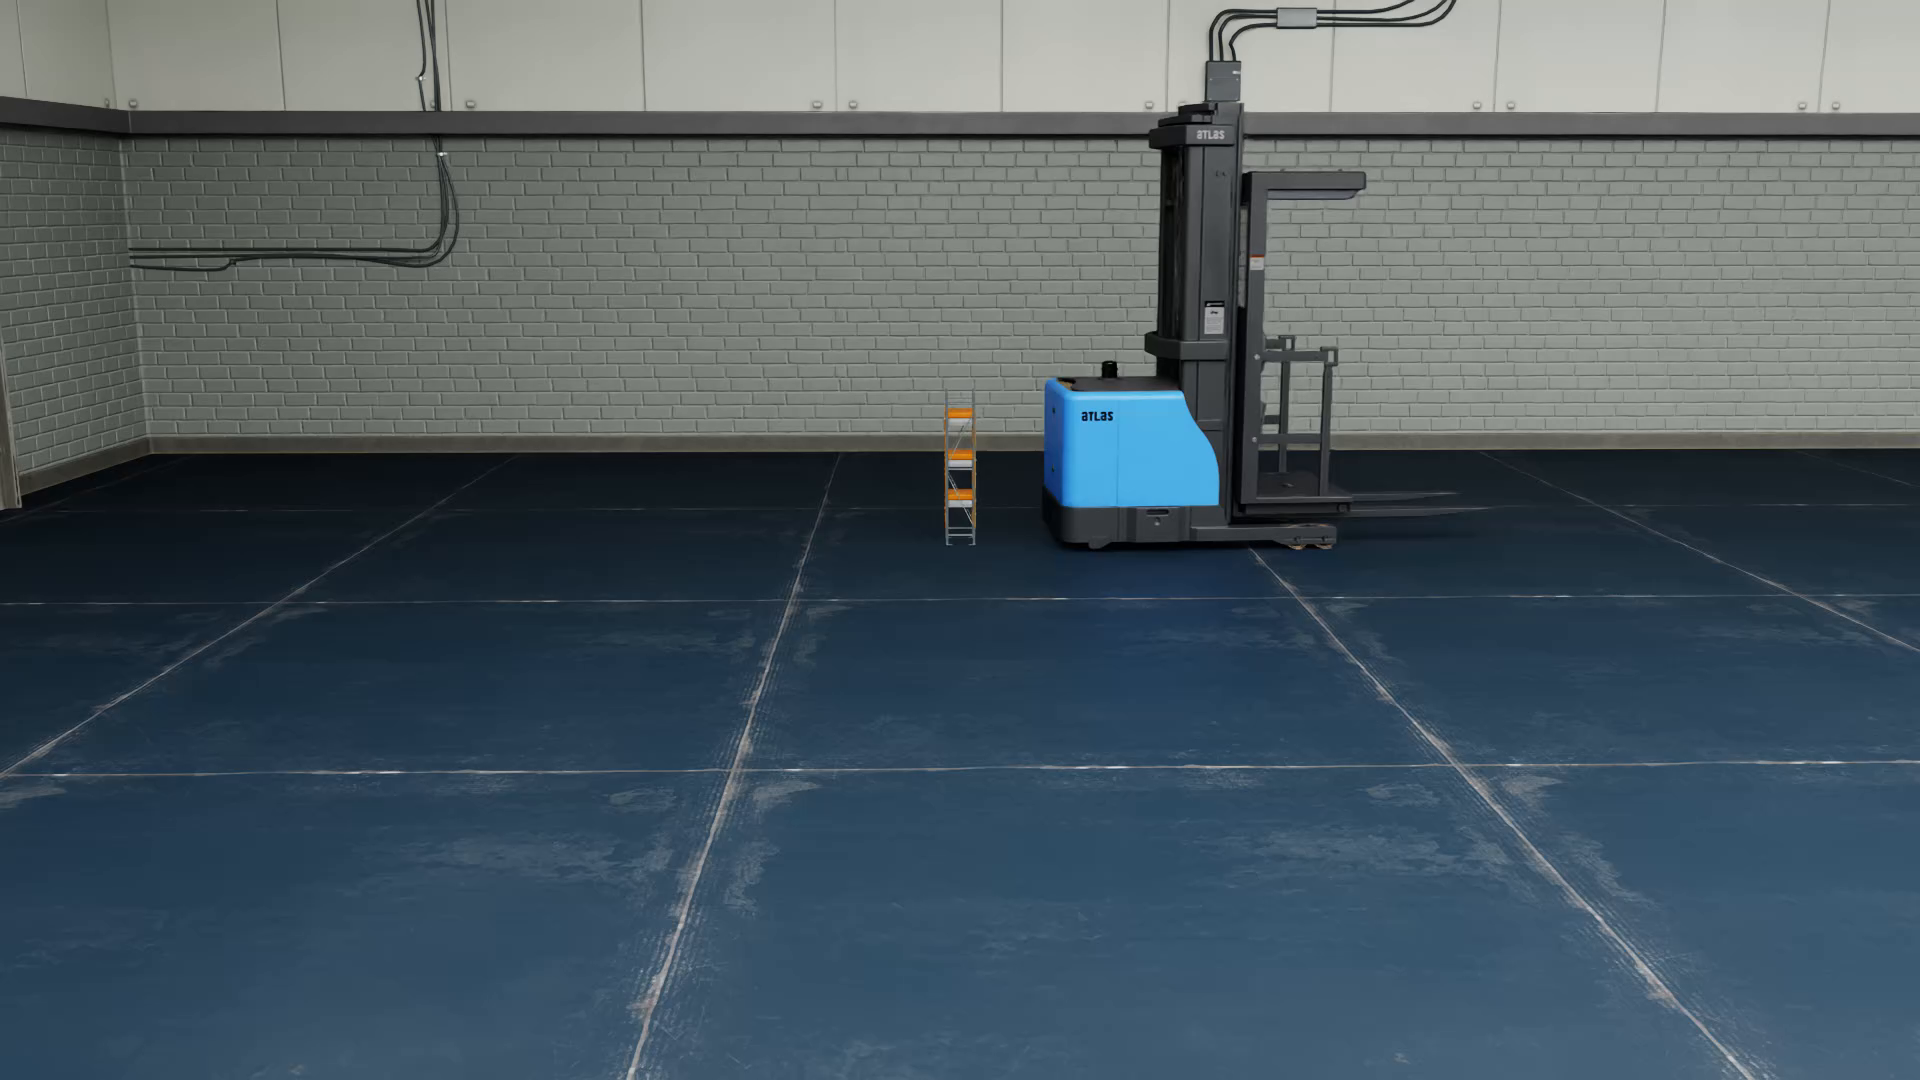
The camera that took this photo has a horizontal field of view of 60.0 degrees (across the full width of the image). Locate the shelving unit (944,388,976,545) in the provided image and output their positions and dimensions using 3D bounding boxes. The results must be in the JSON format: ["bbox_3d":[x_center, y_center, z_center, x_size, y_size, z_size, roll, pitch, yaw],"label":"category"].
[{"bbox_3d":[0.001,-0.504,11.402,0.215,1.050,0.252,0,11,-1],"label":"shelving unit"}]

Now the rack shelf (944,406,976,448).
[{"bbox_3d":[0.001,-0.772,11.348,0.215,0.259,0.240,0,11,-1],"label":"rack shelf"}]

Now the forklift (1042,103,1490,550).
[{"bbox_3d":[2.138,-1.475,11.459,3.031,2.935,1.130,-1,12,-5],"label":"forklift"}]

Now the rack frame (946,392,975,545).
[{"bbox_3d":[0.004,-0.480,11.283,0.200,1.050,0.008,0,11,-1],"label":"rack frame"}]

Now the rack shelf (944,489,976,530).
[{"bbox_3d":[0.001,-0.221,11.460,0.215,0.259,0.240,0,11,-1],"label":"rack shelf"}]

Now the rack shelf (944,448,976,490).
[{"bbox_3d":[0.001,-0.494,11.404,0.215,0.259,0.240,0,11,-1],"label":"rack shelf"}]

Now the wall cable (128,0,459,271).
[{"bbox_3d":[-6.114,-3.695,14.948,3.097,2.526,0.112,0,11,-1],"label":"wall cable"}]

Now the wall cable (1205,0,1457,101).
[{"bbox_3d":[3.378,-6.919,14.478,2.305,6.003,0.169,0,11,-1],"label":"wall cable"}]

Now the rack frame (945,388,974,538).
[{"bbox_3d":[-0.001,-0.528,11.522,0.200,1.050,0.008,0,11,-1],"label":"rack frame"}]

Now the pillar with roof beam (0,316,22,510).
[{"bbox_3d":[-3.071,-4.643,11.813,9.100,9.000,0.400,0,11,-1],"label":"pillar with roof beam"}]
